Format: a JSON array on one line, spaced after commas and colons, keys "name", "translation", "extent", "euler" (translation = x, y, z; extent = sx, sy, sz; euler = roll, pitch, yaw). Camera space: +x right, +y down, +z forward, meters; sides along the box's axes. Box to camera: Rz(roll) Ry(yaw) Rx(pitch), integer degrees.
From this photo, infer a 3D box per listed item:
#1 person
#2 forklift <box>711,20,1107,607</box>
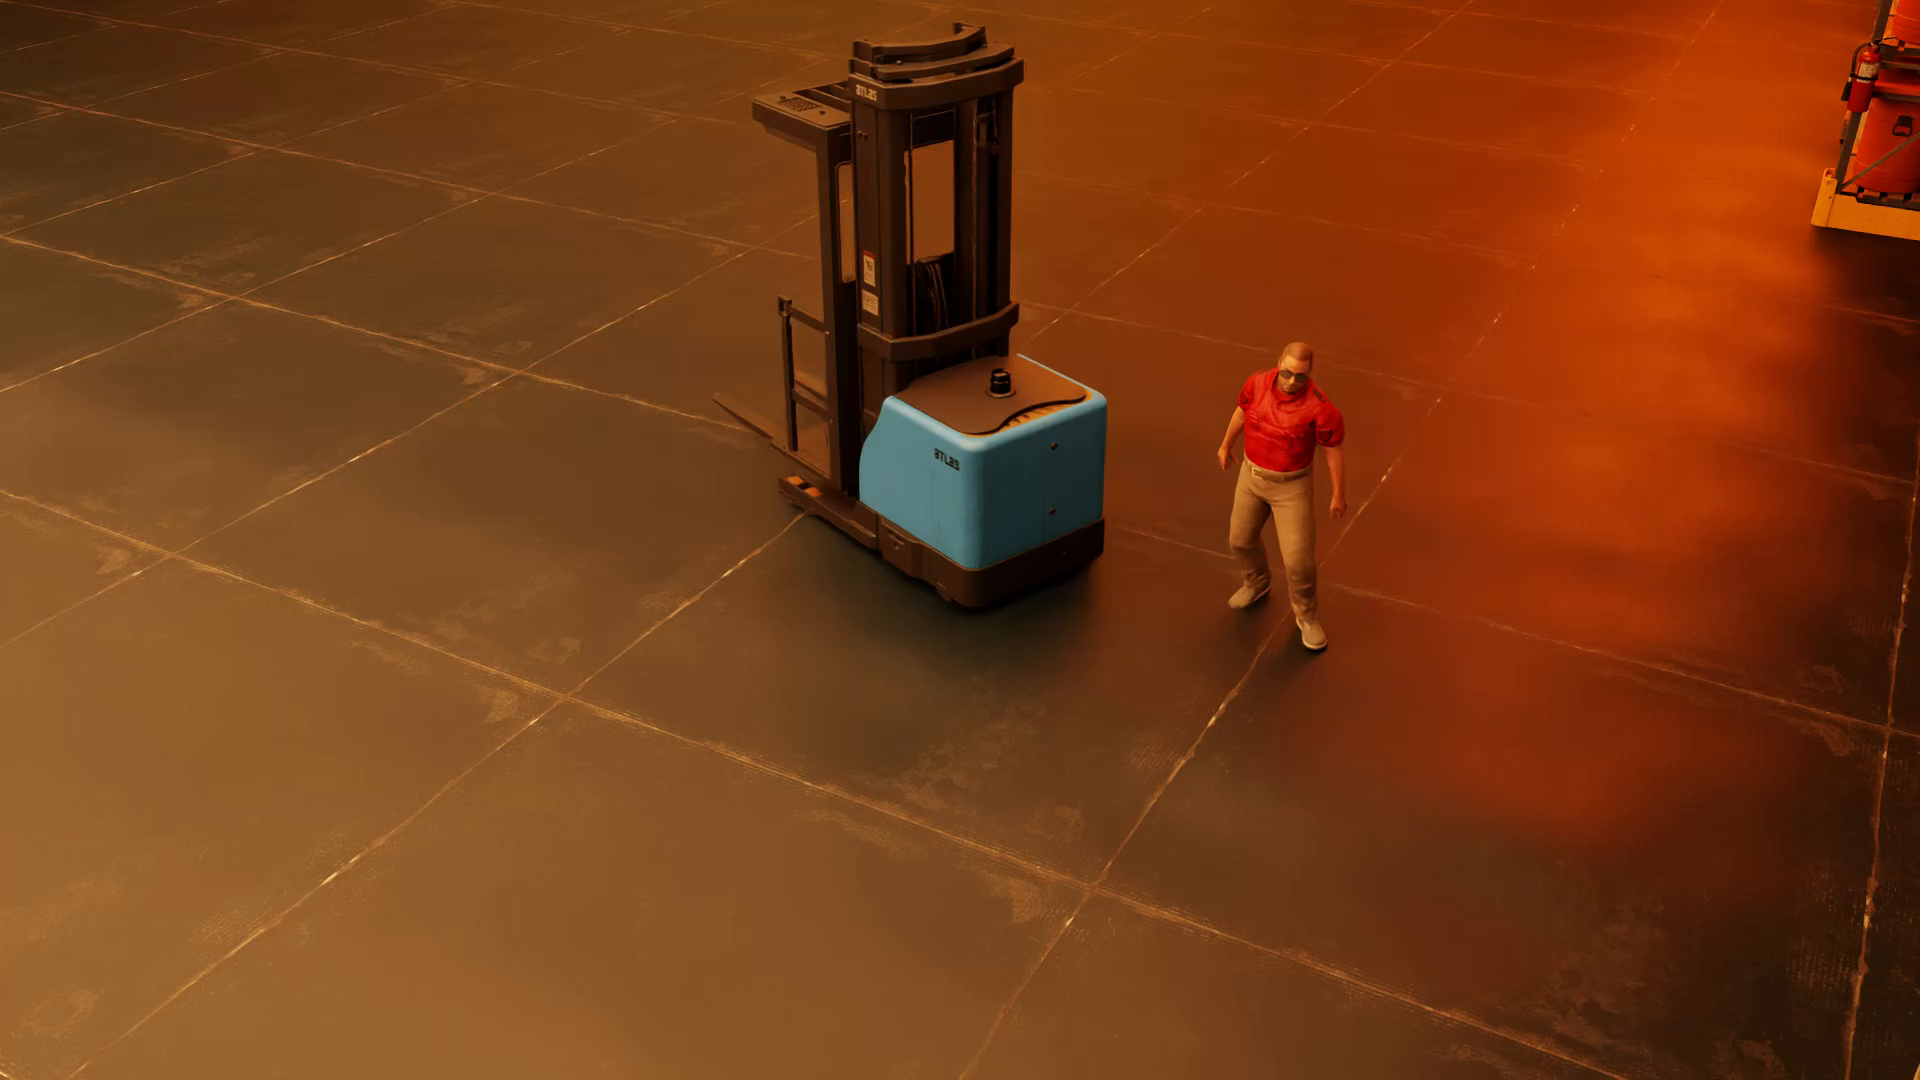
[{"name": "person", "translation": [1.718, -0.310, 8.891], "extent": [0.879, 1.704, 0.425], "euler": [26, 39, 37]}, {"name": "forklift", "translation": [-0.476, -1.566, 9.783], "extent": [1.130, 2.935, 3.031], "euler": [-22, 37, -33]}]
